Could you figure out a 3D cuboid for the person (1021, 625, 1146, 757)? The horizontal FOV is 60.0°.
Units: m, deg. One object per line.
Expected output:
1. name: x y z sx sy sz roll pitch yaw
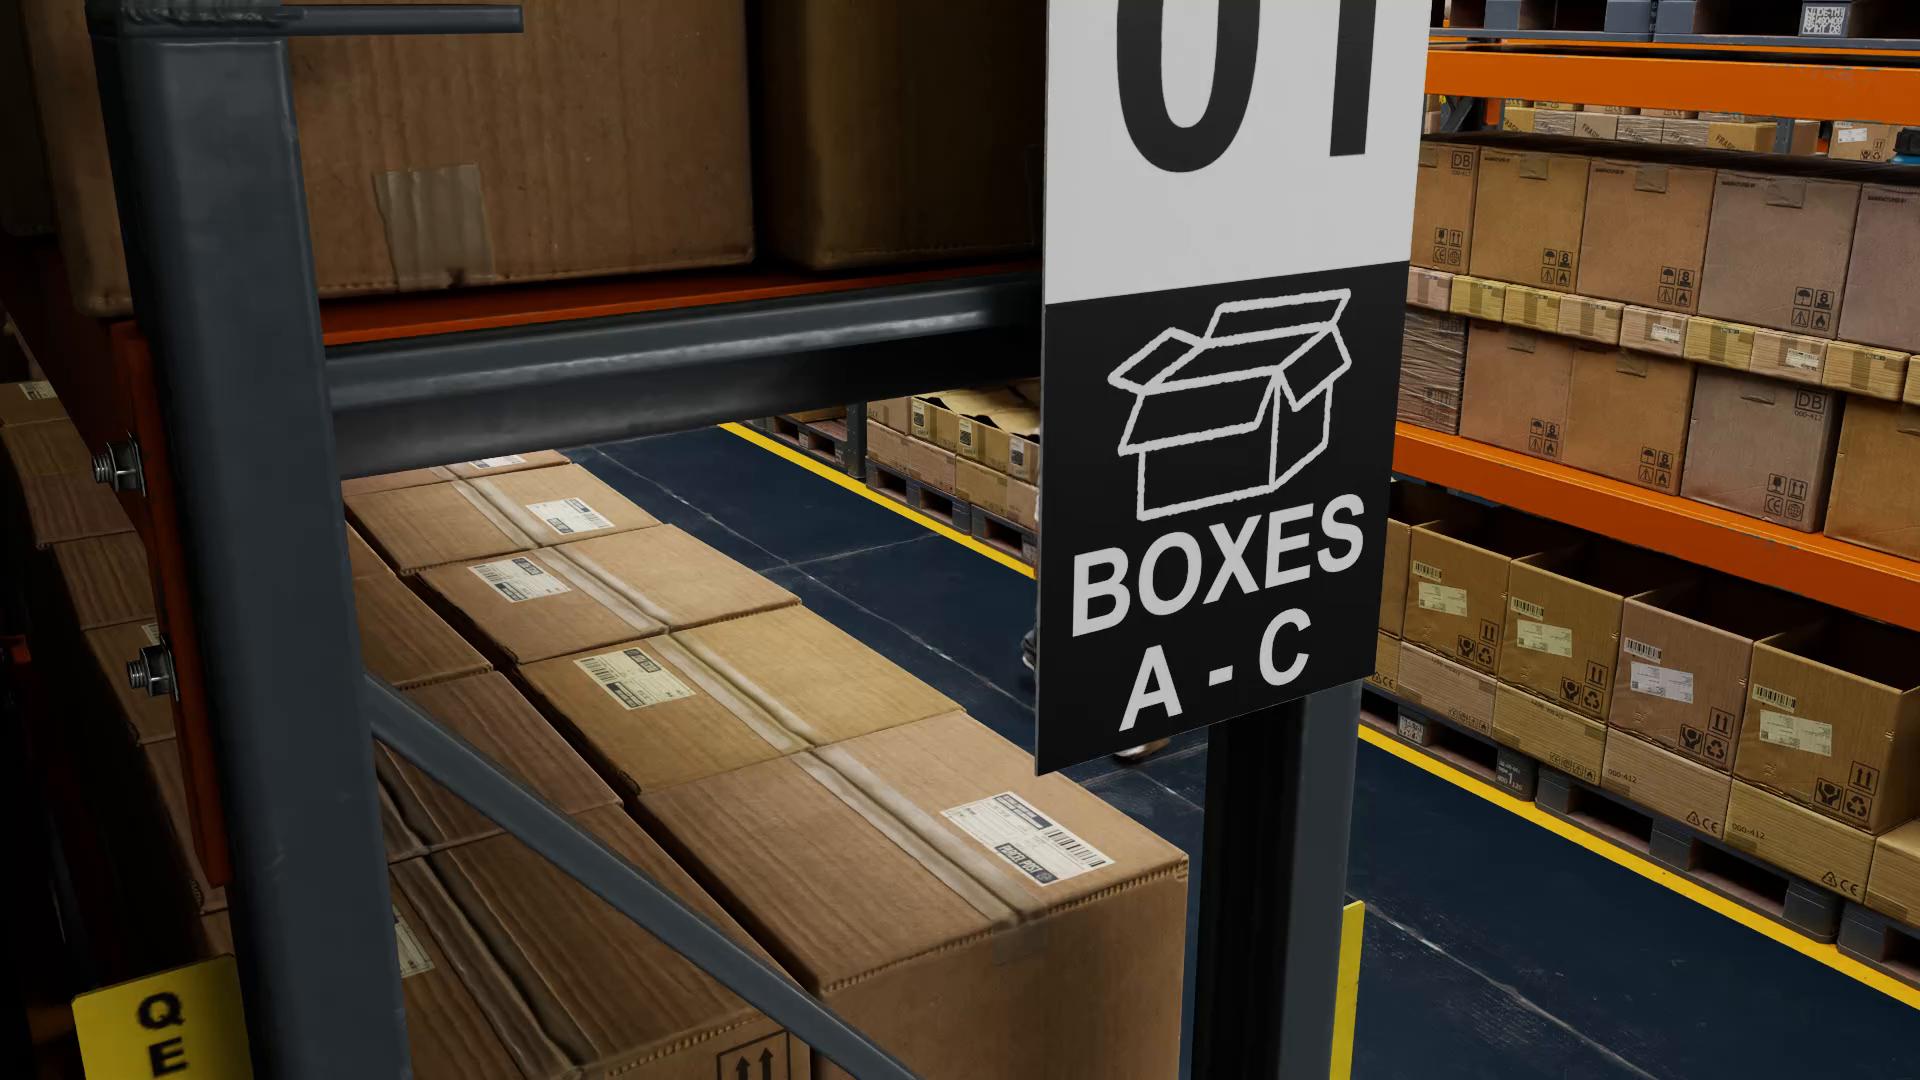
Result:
1. person: 0.550 0.055 6.966 0.419 1.533 1.020 -12 22 -32
